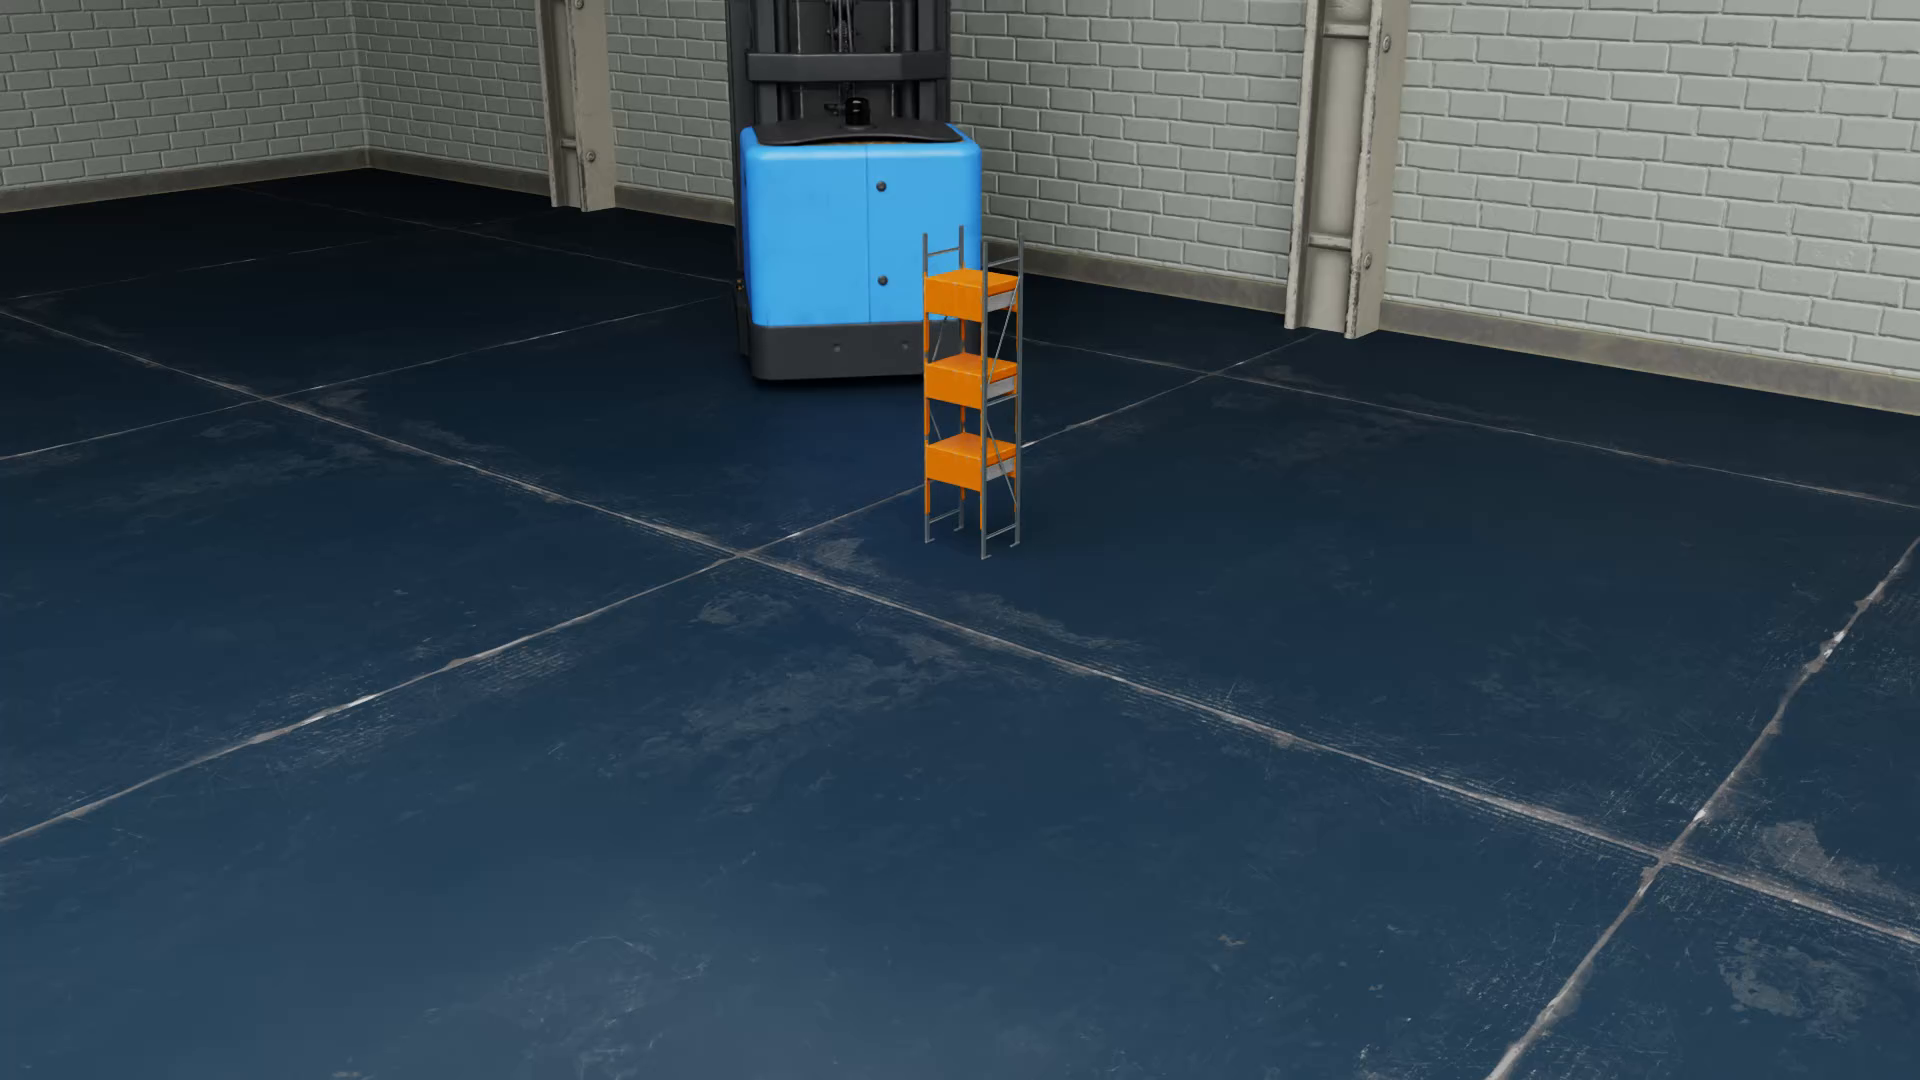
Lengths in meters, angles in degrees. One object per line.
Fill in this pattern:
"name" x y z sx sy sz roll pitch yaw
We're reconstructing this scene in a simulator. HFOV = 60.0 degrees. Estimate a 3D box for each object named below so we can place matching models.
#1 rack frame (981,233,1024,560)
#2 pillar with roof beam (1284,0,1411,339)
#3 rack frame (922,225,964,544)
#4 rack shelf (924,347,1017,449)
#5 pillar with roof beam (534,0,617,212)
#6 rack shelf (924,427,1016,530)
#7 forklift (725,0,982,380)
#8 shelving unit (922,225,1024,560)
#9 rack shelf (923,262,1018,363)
"rack frame" 0.136 -0.452 5.379 0.008 1.050 0.200 16 26 36
"pillar with roof beam" -0.805 -4.127 3.858 0.400 9.000 9.100 16 26 36
"rack frame" -0.053 -0.507 5.523 0.008 1.050 0.200 16 26 36
"rack shelf" 0.041 -0.469 5.455 0.240 0.259 0.215 16 26 36
"pillar with roof beam" -5.453 -5.465 7.408 0.400 9.000 9.100 16 26 36
"rack shelf" 0.041 -0.209 5.553 0.240 0.259 0.215 16 26 36
"forklift" -0.628 -2.558 8.299 1.130 2.935 3.031 -3 21 -8
"shelving unit" 0.041 -0.479 5.451 0.252 1.050 0.215 16 26 36
"rack shelf" 0.041 -0.735 5.355 0.240 0.259 0.215 16 26 36
